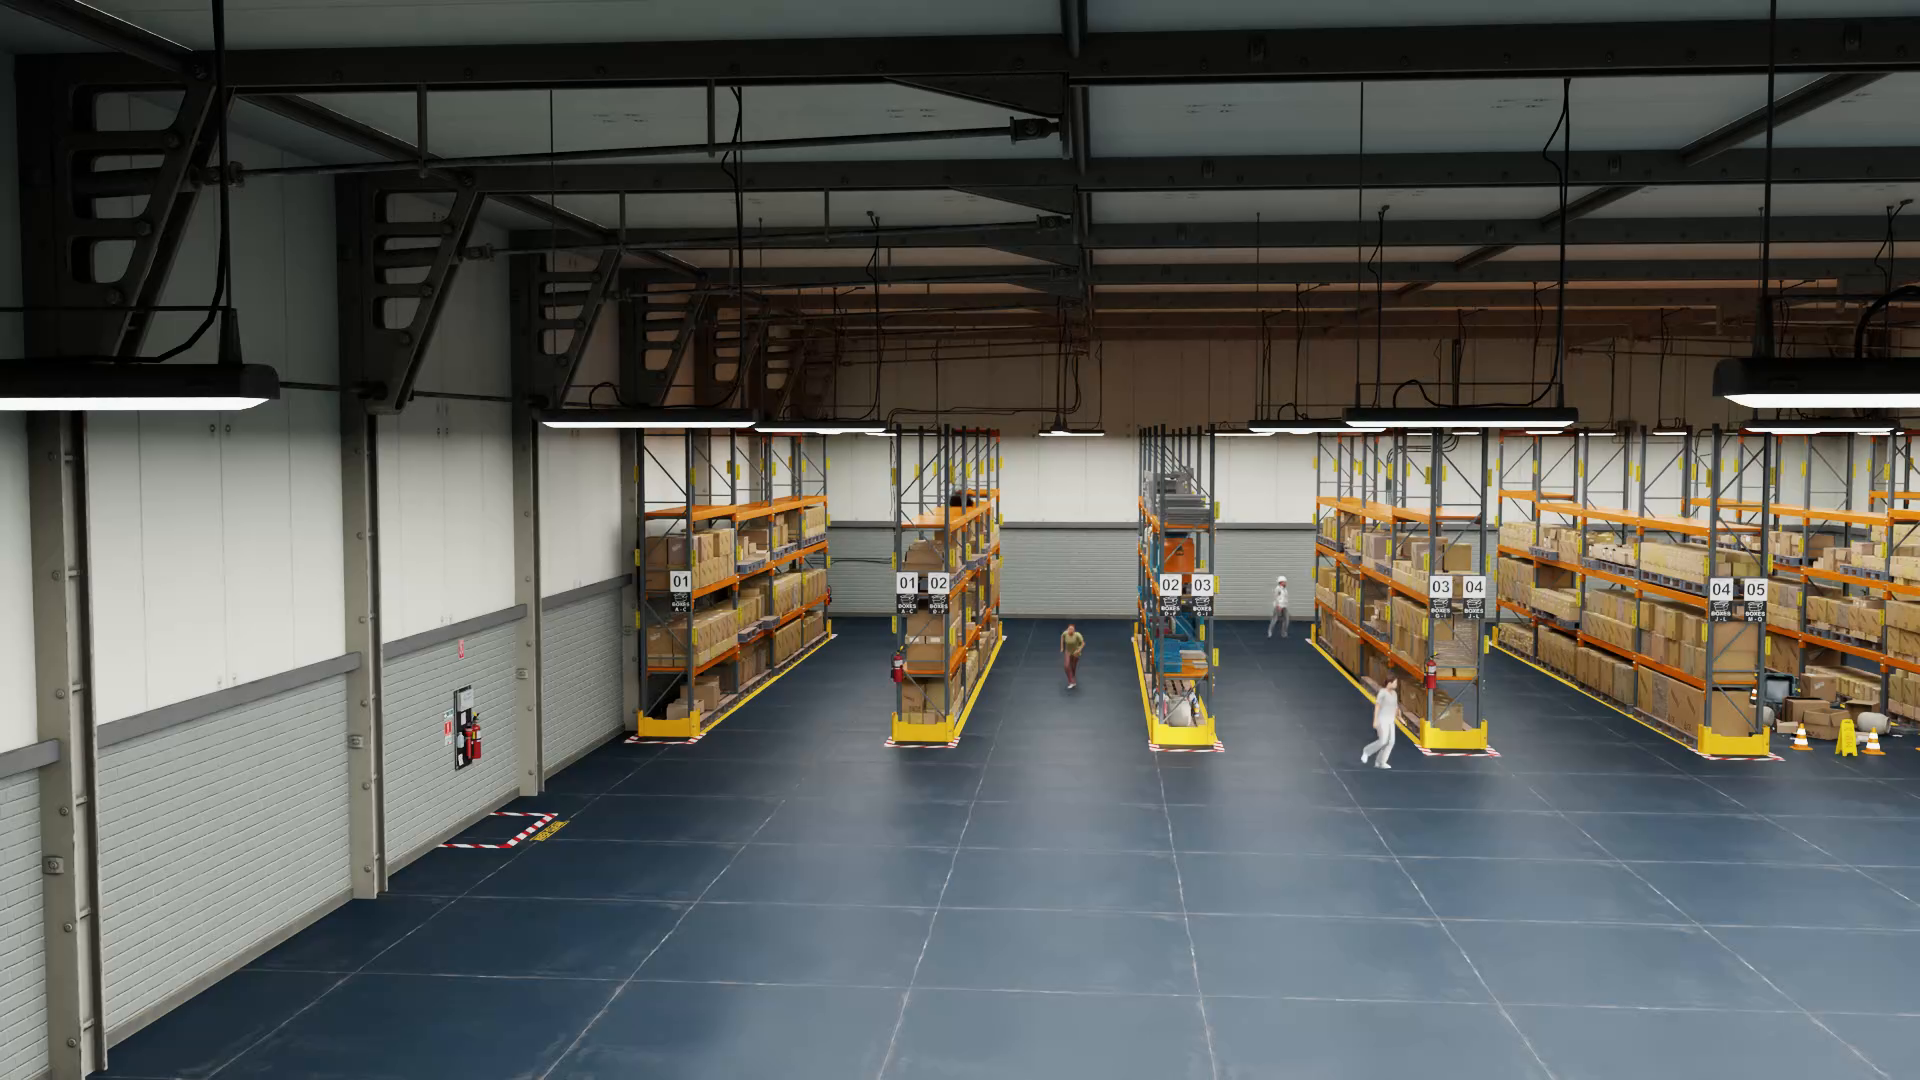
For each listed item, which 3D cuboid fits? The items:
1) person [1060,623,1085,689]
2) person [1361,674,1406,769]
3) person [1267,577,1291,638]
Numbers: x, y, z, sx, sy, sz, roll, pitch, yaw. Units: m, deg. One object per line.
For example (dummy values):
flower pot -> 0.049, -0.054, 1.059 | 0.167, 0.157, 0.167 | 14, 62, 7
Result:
person -> 2.625, 2.632, 38.459 | 0.574, 1.530, 1.020 | 1, 4, 11
person -> 7.333, 3.139, 28.883 | 0.651, 1.638, 0.567 | -3, 4, -37
person -> 9.176, 1.946, 47.895 | 0.551, 1.792, 0.655 | 3, 5, 44
